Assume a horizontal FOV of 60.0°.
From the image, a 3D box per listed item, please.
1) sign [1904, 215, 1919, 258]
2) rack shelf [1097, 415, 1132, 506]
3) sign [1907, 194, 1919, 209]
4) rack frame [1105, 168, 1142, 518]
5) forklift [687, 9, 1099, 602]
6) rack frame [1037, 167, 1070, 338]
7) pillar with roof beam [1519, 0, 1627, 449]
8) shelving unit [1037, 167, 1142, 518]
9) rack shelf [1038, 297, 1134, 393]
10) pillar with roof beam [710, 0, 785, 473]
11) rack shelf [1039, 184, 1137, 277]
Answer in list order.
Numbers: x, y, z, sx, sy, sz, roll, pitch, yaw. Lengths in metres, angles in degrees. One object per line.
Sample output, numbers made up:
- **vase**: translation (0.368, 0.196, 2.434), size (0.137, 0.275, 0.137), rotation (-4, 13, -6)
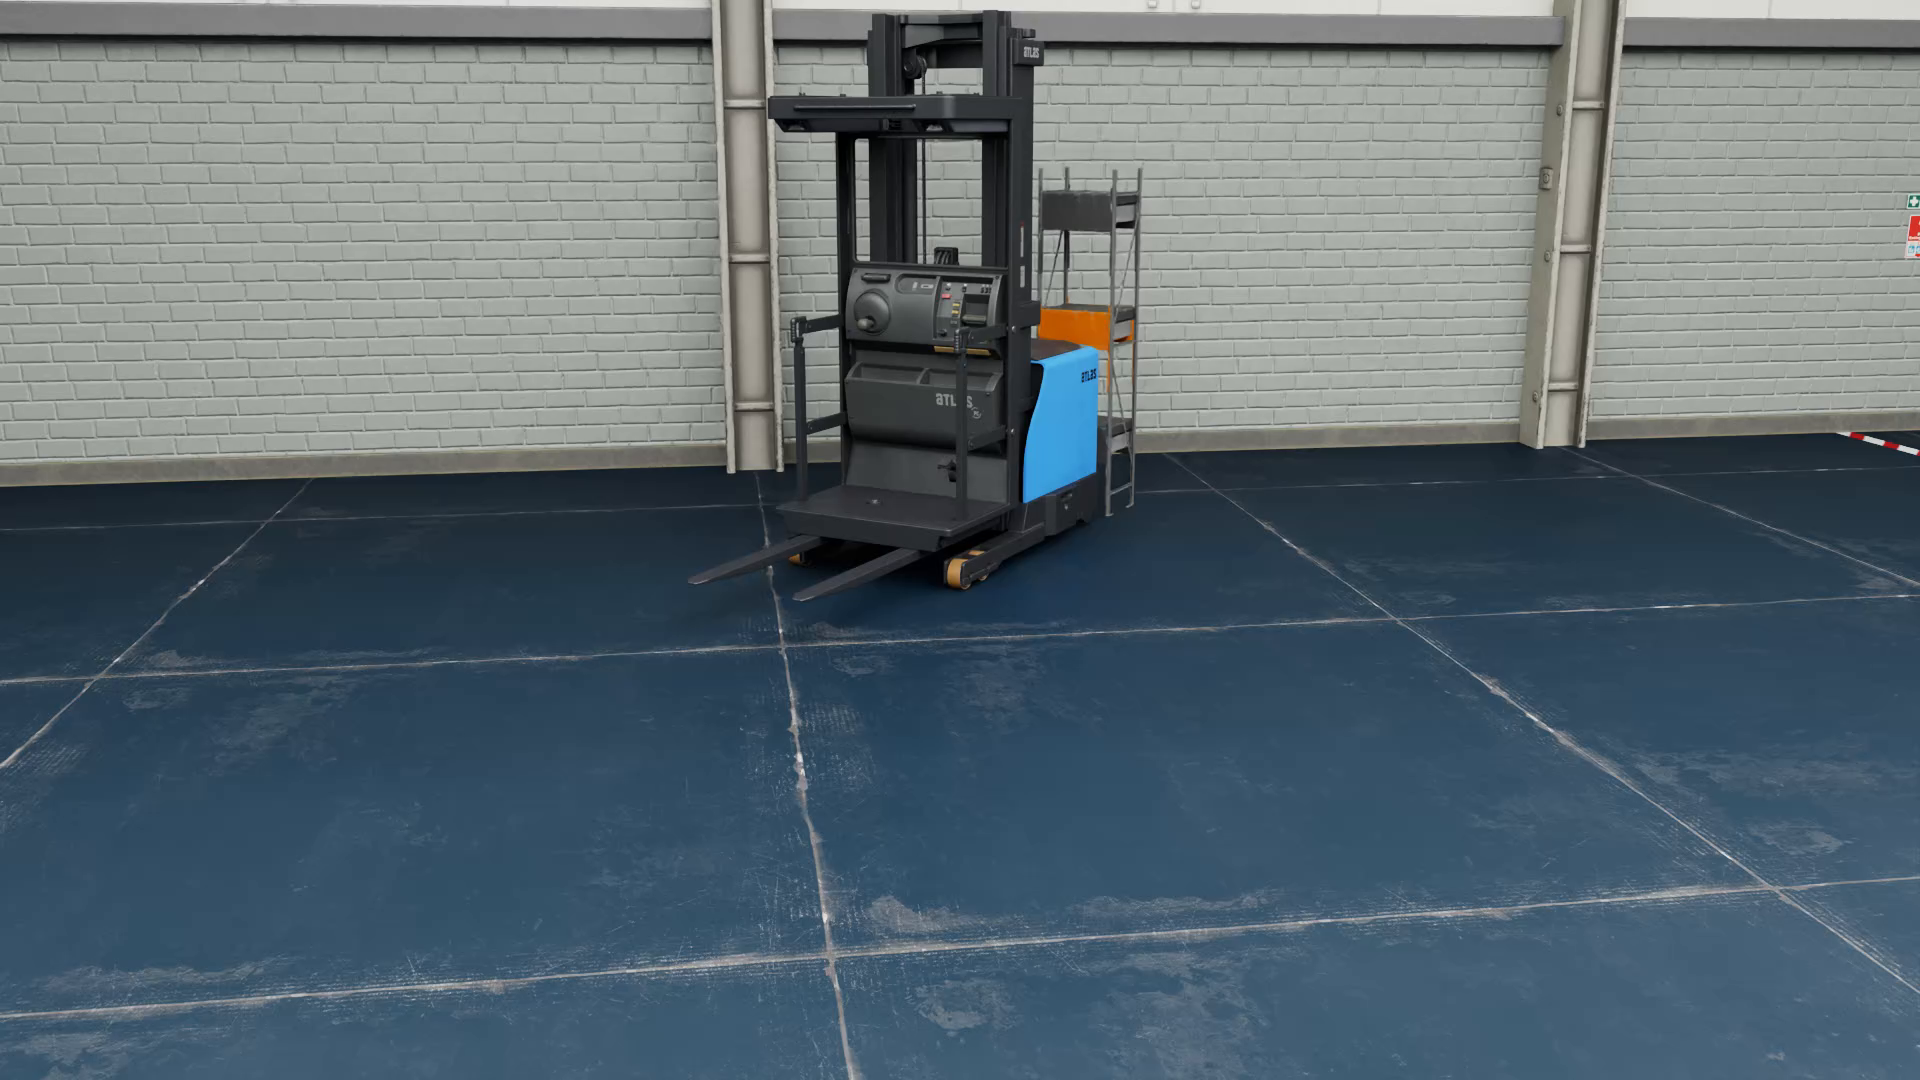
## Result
- **sign**: translation (7.408, -2.341, 12.817), size (0.234, 0.329, 0.001), rotation (-2, 14, -8)
- **rack shelf**: translation (0.790, -0.534, 10.467), size (0.480, 0.518, 0.431), rotation (8, 16, 29)
- **sign**: translation (7.413, -2.596, 12.745), size (0.331, 0.109, 0.001), rotation (-2, 14, -8)
- **rack frame**: translation (1.002, -1.197, 10.177), size (0.015, 2.100, 0.400), rotation (8, 16, 29)
- **forklift**: translation (-0.301, -1.287, 8.828), size (1.130, 2.935, 3.031), rotation (8, 16, 28)
- **rack frame**: translation (0.577, -1.255, 10.410), size (0.015, 2.100, 0.400), rotation (8, 16, 29)
- **pillar with roof beam**: translation (5.127, -4.056, 7.397), size (0.400, 9.000, 9.100), rotation (-2, 14, -8)
- **shelving unit**: translation (0.789, -1.226, 10.294), size (0.503, 2.100, 0.431), rotation (8, 16, 29)
- **rack shelf**: translation (0.789, -1.213, 10.297), size (0.480, 0.518, 0.431), rotation (8, 16, 29)
- **pillar with roof beam**: translation (-0.806, -3.839, 6.530), size (0.400, 9.000, 9.100), rotation (-2, 14, -8)
- **rack shelf**: translation (0.789, -1.892, 10.127), size (0.480, 0.518, 0.431), rotation (8, 16, 29)
